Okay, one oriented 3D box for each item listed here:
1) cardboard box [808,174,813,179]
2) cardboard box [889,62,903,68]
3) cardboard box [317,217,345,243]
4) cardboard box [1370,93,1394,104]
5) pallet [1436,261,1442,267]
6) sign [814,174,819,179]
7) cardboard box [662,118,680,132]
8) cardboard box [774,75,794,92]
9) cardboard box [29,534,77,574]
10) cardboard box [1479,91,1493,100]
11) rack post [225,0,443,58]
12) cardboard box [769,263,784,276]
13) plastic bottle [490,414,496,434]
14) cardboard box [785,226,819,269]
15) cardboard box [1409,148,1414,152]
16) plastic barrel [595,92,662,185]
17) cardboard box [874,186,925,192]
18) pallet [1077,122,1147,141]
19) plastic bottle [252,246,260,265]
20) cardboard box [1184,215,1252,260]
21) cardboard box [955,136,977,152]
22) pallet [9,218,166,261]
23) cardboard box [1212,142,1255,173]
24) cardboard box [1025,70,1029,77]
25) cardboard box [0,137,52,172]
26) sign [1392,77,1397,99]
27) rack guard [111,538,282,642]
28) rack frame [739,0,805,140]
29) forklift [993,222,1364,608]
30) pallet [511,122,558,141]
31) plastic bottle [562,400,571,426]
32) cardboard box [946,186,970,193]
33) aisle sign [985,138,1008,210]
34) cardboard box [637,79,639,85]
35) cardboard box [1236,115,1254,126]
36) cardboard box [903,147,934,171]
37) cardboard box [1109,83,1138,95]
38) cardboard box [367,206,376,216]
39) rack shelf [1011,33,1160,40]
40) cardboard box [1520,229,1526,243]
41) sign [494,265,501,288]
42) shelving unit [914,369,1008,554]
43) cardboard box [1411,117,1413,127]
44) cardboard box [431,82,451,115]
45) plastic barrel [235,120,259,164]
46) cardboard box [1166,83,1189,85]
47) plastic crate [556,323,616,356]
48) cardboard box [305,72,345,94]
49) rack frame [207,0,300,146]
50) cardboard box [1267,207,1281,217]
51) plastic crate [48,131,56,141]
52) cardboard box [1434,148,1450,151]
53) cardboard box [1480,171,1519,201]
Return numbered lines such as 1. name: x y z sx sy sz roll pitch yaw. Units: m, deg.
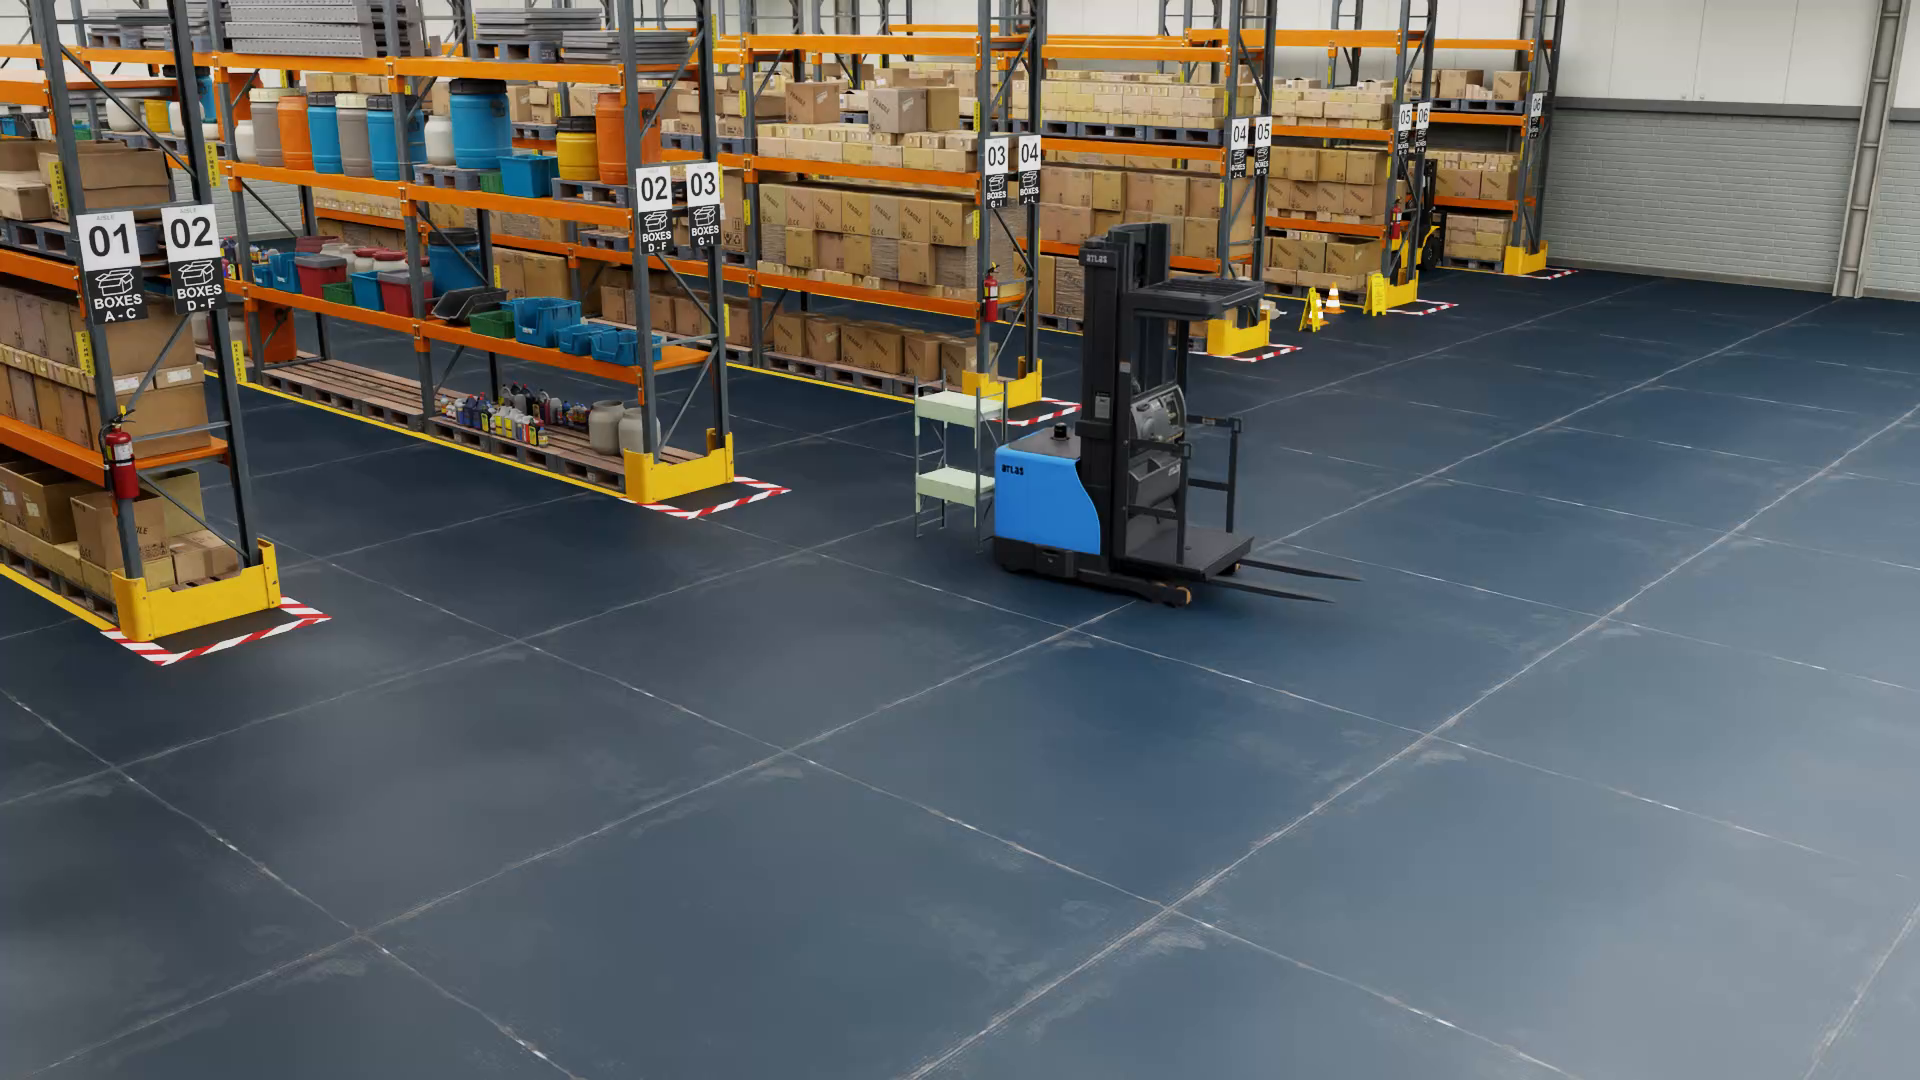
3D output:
1. cardboard box: -2.714 -6.122 28.182 0.250 0.149 0.380 14 22 37
2. cardboard box: -1.359 -11.226 39.498 0.500 0.250 0.500 15 23 39
3. cardboard box: -10.862 -5.345 29.813 0.875 0.875 0.875 15 23 39
4. cardboard box: 6.702 -6.989 26.313 0.250 0.149 0.380 15 23 40
5. pallet: 8.935 -5.481 32.034 1.213 0.211 1.003 15 23 39
6. sign: -2.396 -6.153 27.758 0.005 0.325 0.100 15 23 39
7. cardboard box: -3.888 -5.731 22.944 0.250 0.166 0.380 14 22 38
8. cardboard box: -2.911 -7.728 28.114 0.258 0.266 0.396 15 23 39
9. cardboard box: -7.360 0.057 13.825 0.500 0.250 0.500 15 23 39
10. cardboard box: 9.621 -8.077 30.200 0.250 0.149 0.380 14 22 38
11. rack post: -7.236 -6.069 19.027 3.121 1.000 1.013 15 23 39
12. cardboard box: -2.279 -3.575 21.832 0.250 0.149 0.380 15 23 39
13. plastic bottle: -5.041 -1.258 18.016 0.097 0.201 0.097 0 18 0
14. cardboard box: -1.773 -3.835 21.581 0.500 0.500 0.875 15 23 39
15. cardboard box: 8.509 -7.351 31.587 0.250 0.149 0.380 15 23 39
16. plastic barrel: -3.162 -3.838 15.884 0.708 0.830 0.600 15 23 39
17. cardboard box: -0.780 -4.195 21.060 0.500 0.500 0.500 15 23 39
18. pallet: 2.462 -5.936 24.046 1.213 0.211 1.003 15 23 39
19. plastic bottle: -9.494 -3.835 22.451 0.097 0.271 0.097 0 18 0
20. cardboard box: 3.633 -4.293 23.433 0.550 0.550 0.875 15 23 39
21. cardboard box: 0.158 -4.589 19.243 0.250 0.149 0.380 15 23 39
22. pallet: -6.517 -2.350 12.746 1.213 0.211 1.003 15 23 39
23. cardboard box: 4.712 -6.522 28.393 0.500 0.500 0.700 15 23 40
24. cardboard box: 1.646 -10.334 36.820 0.250 0.149 0.380 16 23 40
25. cardboard box: -7.849 -3.005 13.566 0.797 0.503 0.637 -15 23 -40
26. sign: 6.767 -7.028 25.875 0.005 0.325 0.100 15 23 39
27. rack guard: -5.987 0.381 13.084 0.348 0.500 1.175 15 23 39
28. rack frame: -2.419 -6.718 21.404 0.127 3.000 1.000 15 23 39
29. forklift: 1.803 -1.035 13.527 3.031 2.935 1.130 11 21 30
30. pallet: -5.927 -6.119 24.786 1.003 0.211 1.213 16 24 42
31. plastic bottle: -4.347 -1.408 18.374 0.097 0.271 0.097 0 18 0
32. cardboard box: 0.188 -5.686 26.251 0.500 0.500 0.700 15 23 38
33. aisle sign: 0.420 -4.214 19.134 0.004 0.787 0.394 15 23 39
34. cardboard box: -5.865 -8.445 30.565 0.250 0.149 0.380 15 23 39
35. cardboard box: 3.897 -5.857 23.204 0.250 0.149 0.380 15 23 40
36. cardboard box: -0.332 -4.553 19.787 0.500 0.250 0.500 15 23 40
37. cardboard box: 2.323 -6.392 23.574 0.250 0.149 0.380 15 23 40
38. cardboard box: -9.809 -5.590 28.183 0.250 0.149 0.380 15 23 38
39. rack shelf: 2.963 -10.755 35.975 4.000 0.370 1.077 15 23 39
40. cardboard box: 10.229 -5.691 31.109 0.500 0.250 0.500 16 23 40
41. sign: -5.333 -2.992 19.124 0.005 0.325 0.100 15 23 39
42. shelving unit: 0.005 -0.714 14.881 0.755 1.500 0.431 15 23 39
43. cardboard box: 7.118 -6.748 26.871 0.250 0.149 0.380 15 23 39
44. cardboard box: -7.962 -7.028 26.481 0.500 0.500 0.700 16 23 41
45. plastic barrel: -8.669 -4.893 20.426 0.421 0.512 0.421 0 18 0
46. cardboard box: 3.143 -6.439 23.720 0.250 0.149 0.380 15 23 38
47. plastic crate: -3.770 -2.029 16.791 0.408 0.251 0.499 15 23 39
48. cardboard box: -10.970 -7.901 29.065 0.500 0.500 0.700 13 22 36
49. rack frame: -8.698 -6.401 20.404 0.127 3.000 1.000 15 23 39
50. cardboard box: 5.339 -5.542 28.031 0.250 0.149 0.380 15 23 39
51. plastic crate: -12.894 -5.818 23.961 0.466 0.136 0.293 15 23 39
52. cardboard box: 9.196 -7.353 31.592 0.250 0.149 0.380 15 23 40
53. cardboard box: 9.900 -6.508 30.496 0.500 0.500 0.500 14 23 38
